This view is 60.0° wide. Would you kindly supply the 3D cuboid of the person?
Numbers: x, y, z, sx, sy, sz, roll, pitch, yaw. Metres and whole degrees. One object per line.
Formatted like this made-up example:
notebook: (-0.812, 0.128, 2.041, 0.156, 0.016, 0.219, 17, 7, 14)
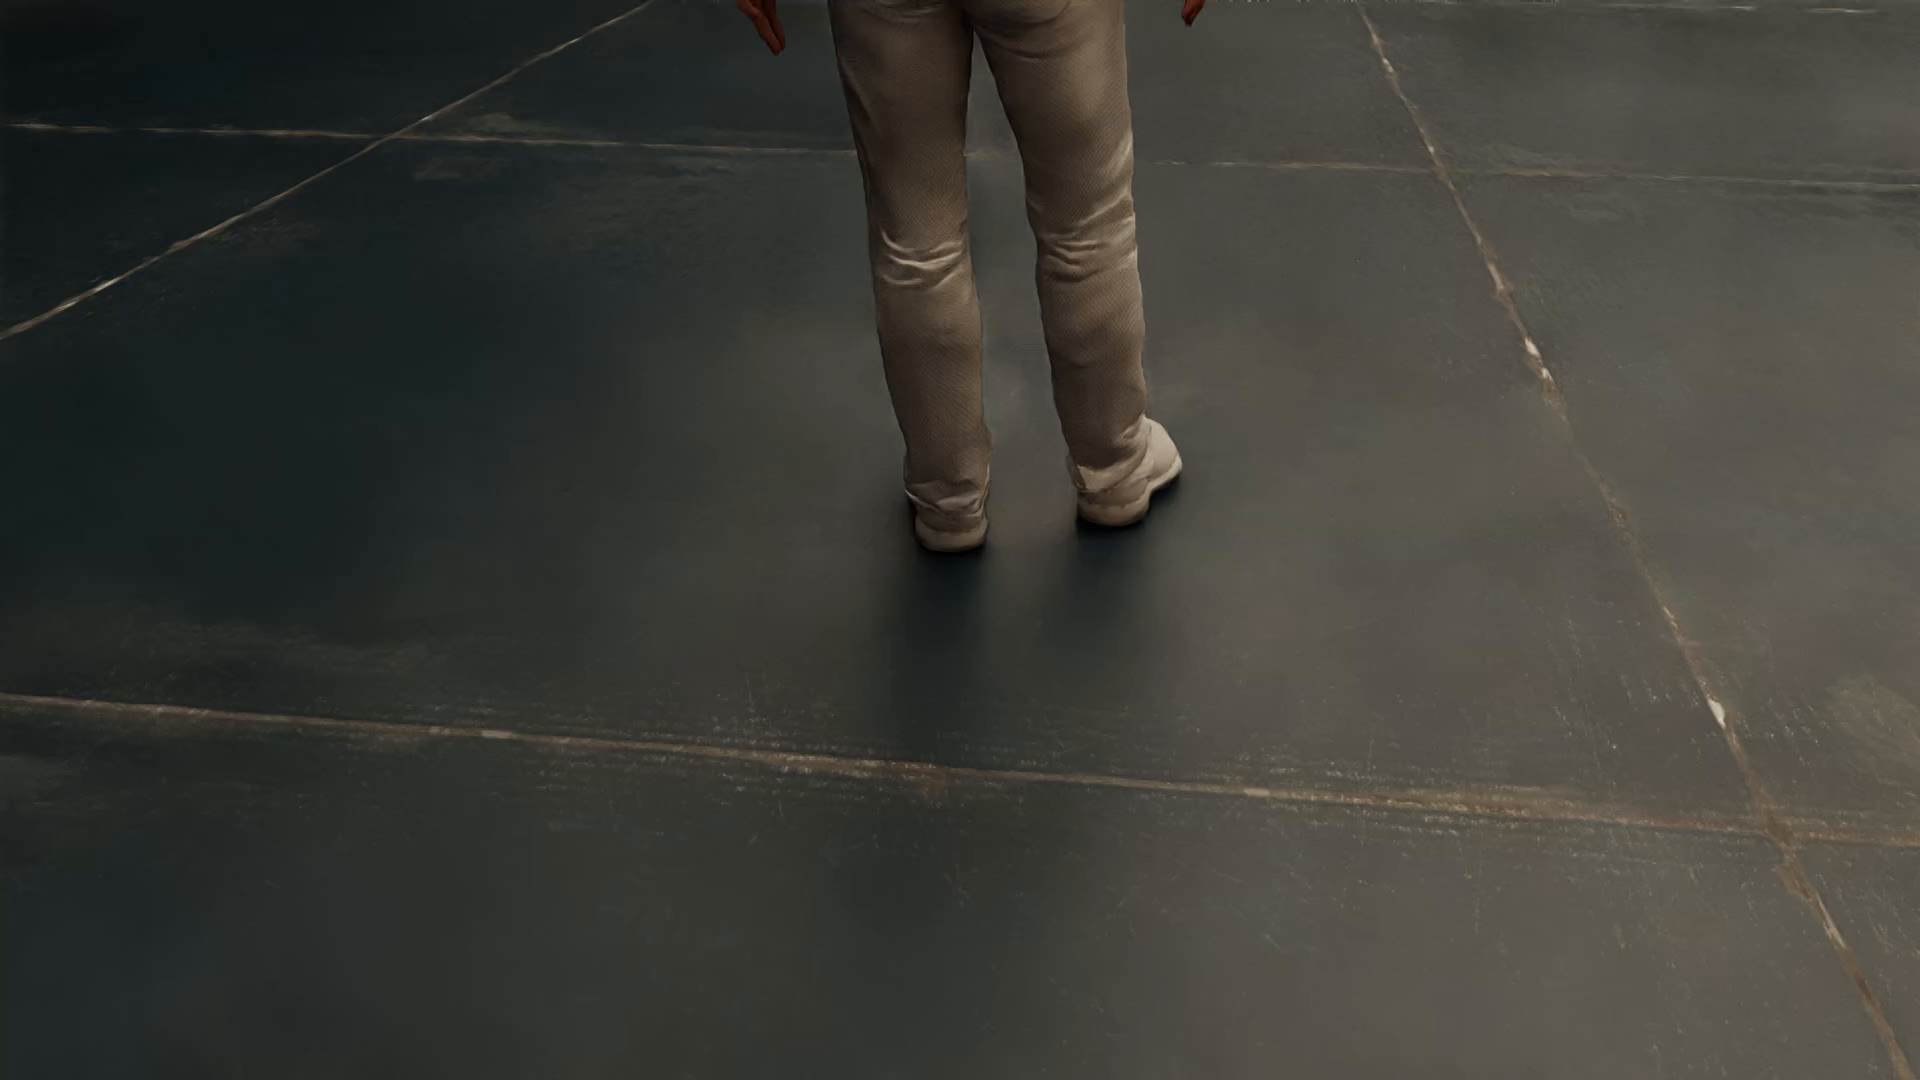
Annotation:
person: (0.014, -0.827, 2.164, 0.665, 1.766, 0.576, 3, 27, 7)
